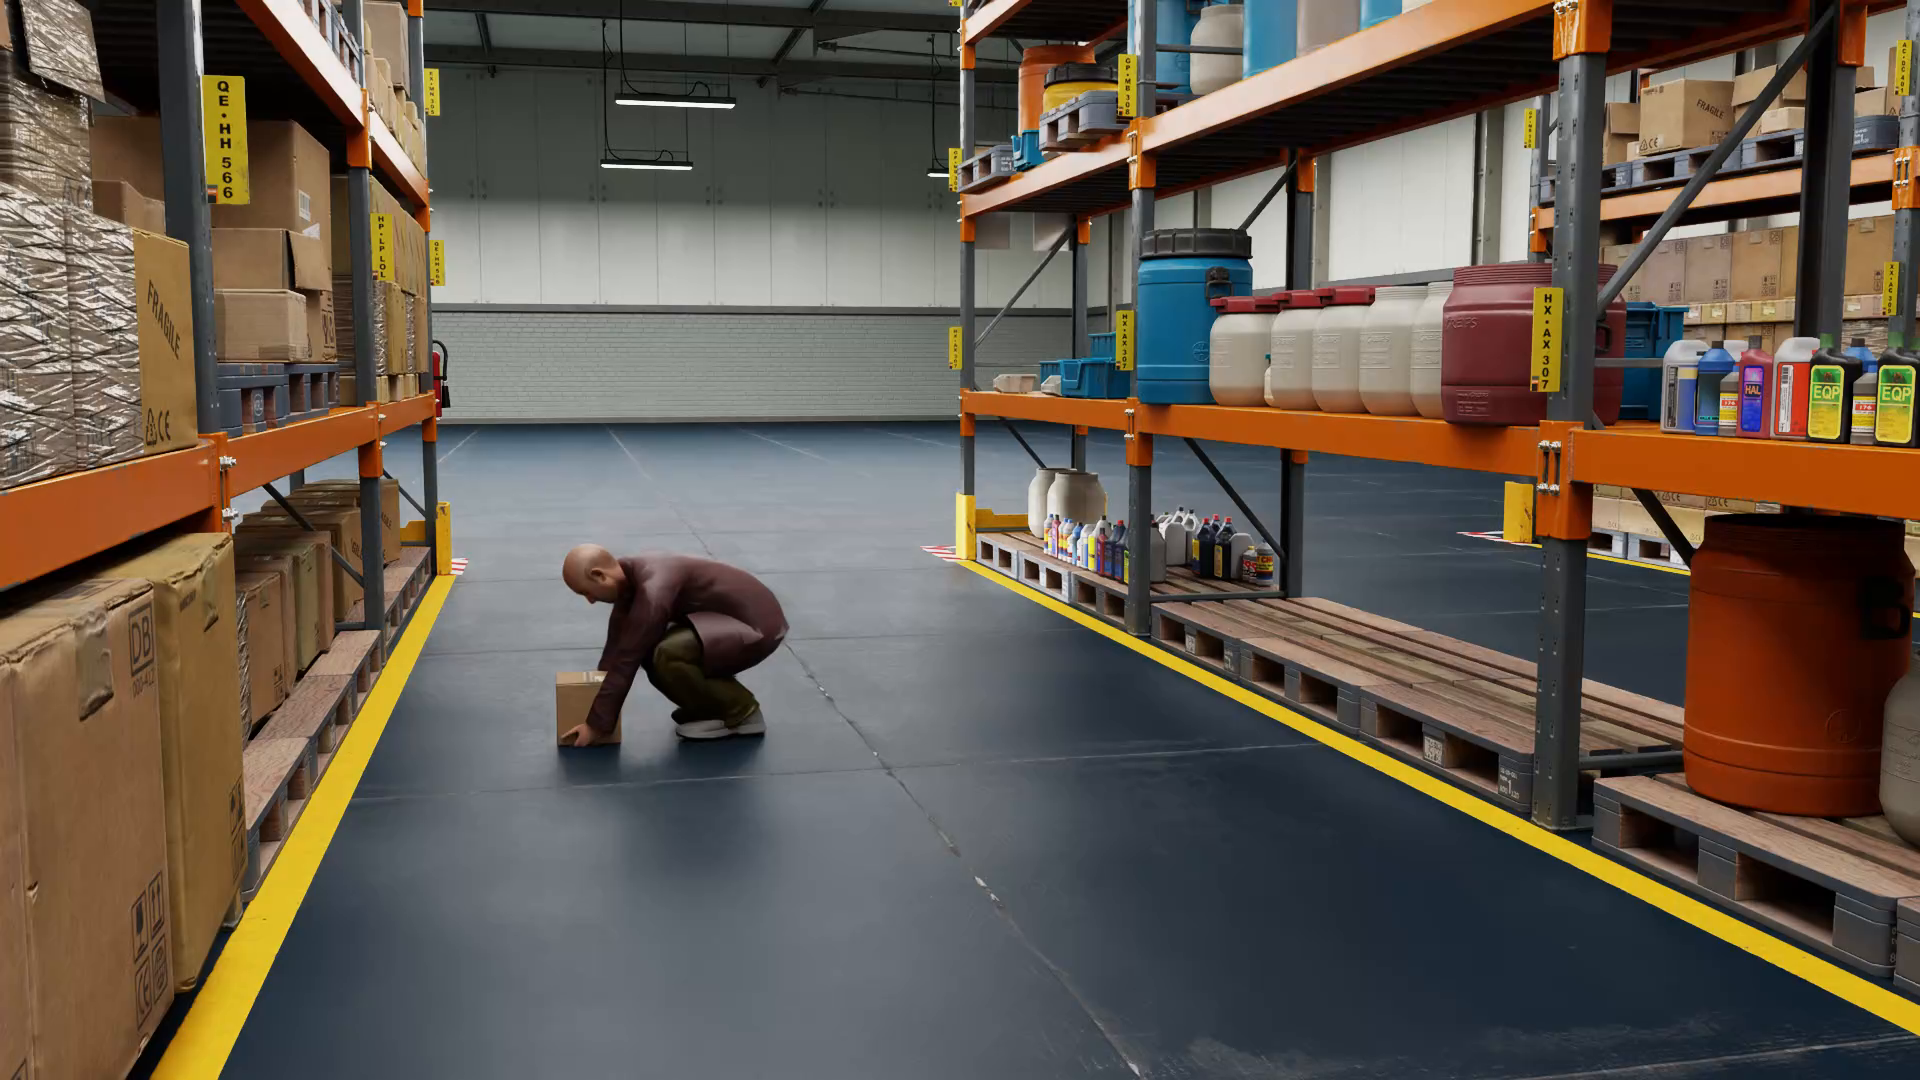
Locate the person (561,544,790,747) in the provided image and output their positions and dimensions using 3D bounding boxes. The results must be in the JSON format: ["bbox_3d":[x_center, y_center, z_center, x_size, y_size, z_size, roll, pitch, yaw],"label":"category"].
[{"bbox_3d":[-1.165,0.438,6.802,0.930,0.881,0.581,-2,6,-15],"label":"person"}]
